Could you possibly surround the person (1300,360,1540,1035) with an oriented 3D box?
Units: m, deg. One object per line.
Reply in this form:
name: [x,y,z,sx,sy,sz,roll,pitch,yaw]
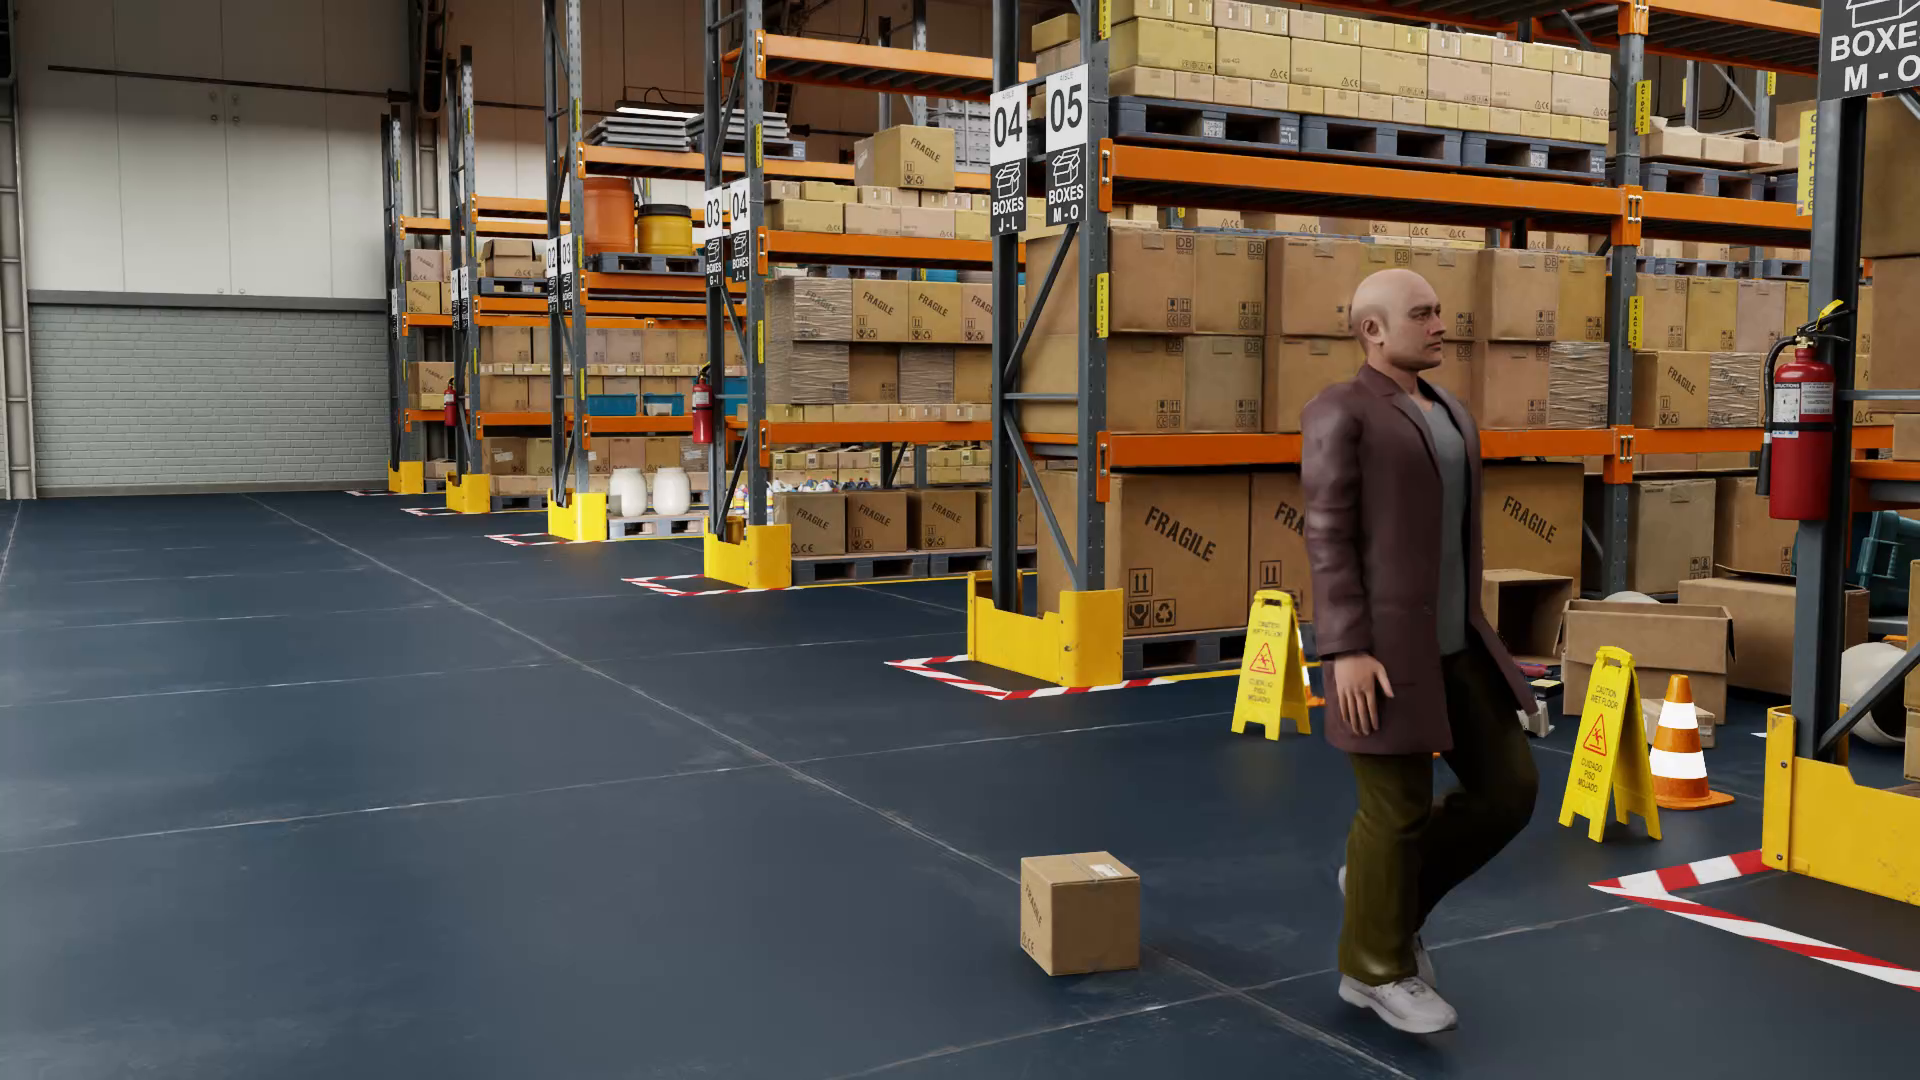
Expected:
person: [1.048,0.356,3.925,0.595,1.567,0.527,-3,6,-35]
